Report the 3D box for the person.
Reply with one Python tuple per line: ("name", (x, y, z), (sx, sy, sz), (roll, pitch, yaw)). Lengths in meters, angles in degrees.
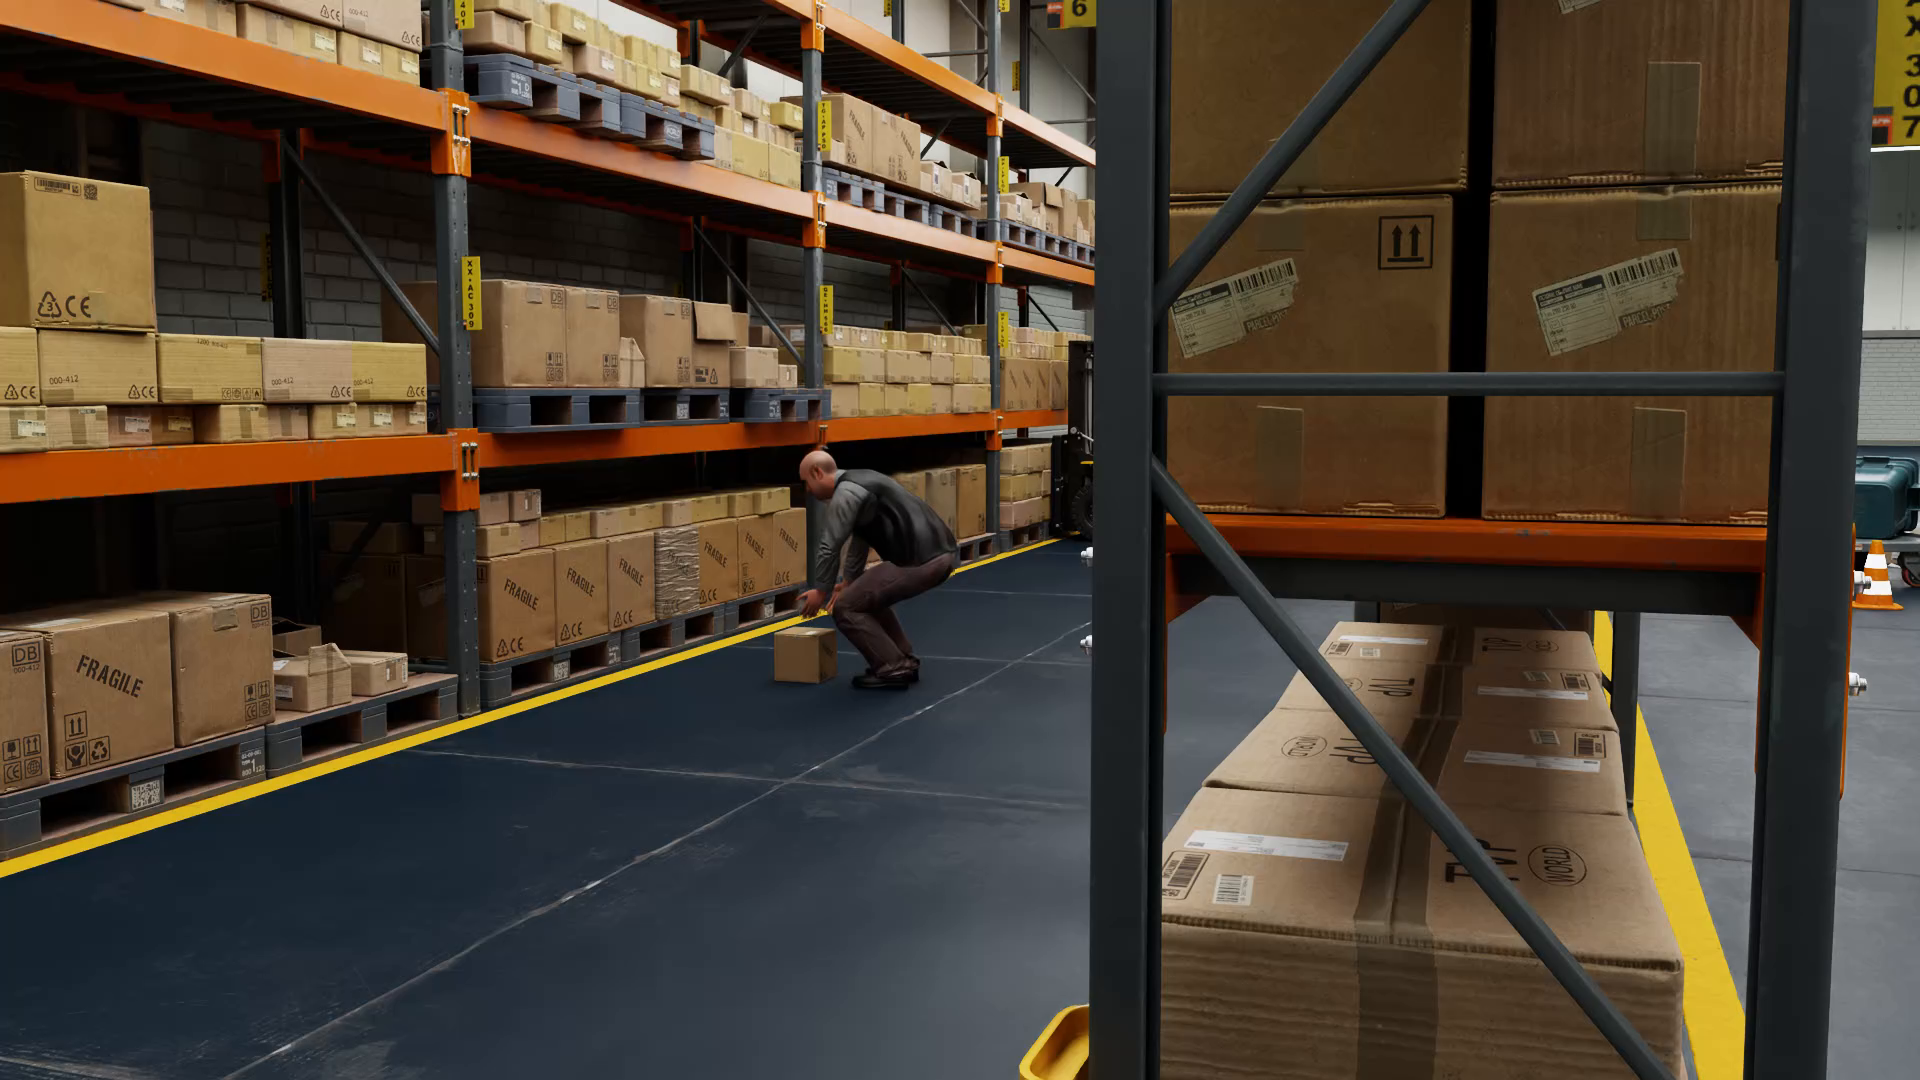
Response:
("person", (-0.434, 0.149, 8.459), (0.805, 1.188, 0.578), (2, 5, 19))
